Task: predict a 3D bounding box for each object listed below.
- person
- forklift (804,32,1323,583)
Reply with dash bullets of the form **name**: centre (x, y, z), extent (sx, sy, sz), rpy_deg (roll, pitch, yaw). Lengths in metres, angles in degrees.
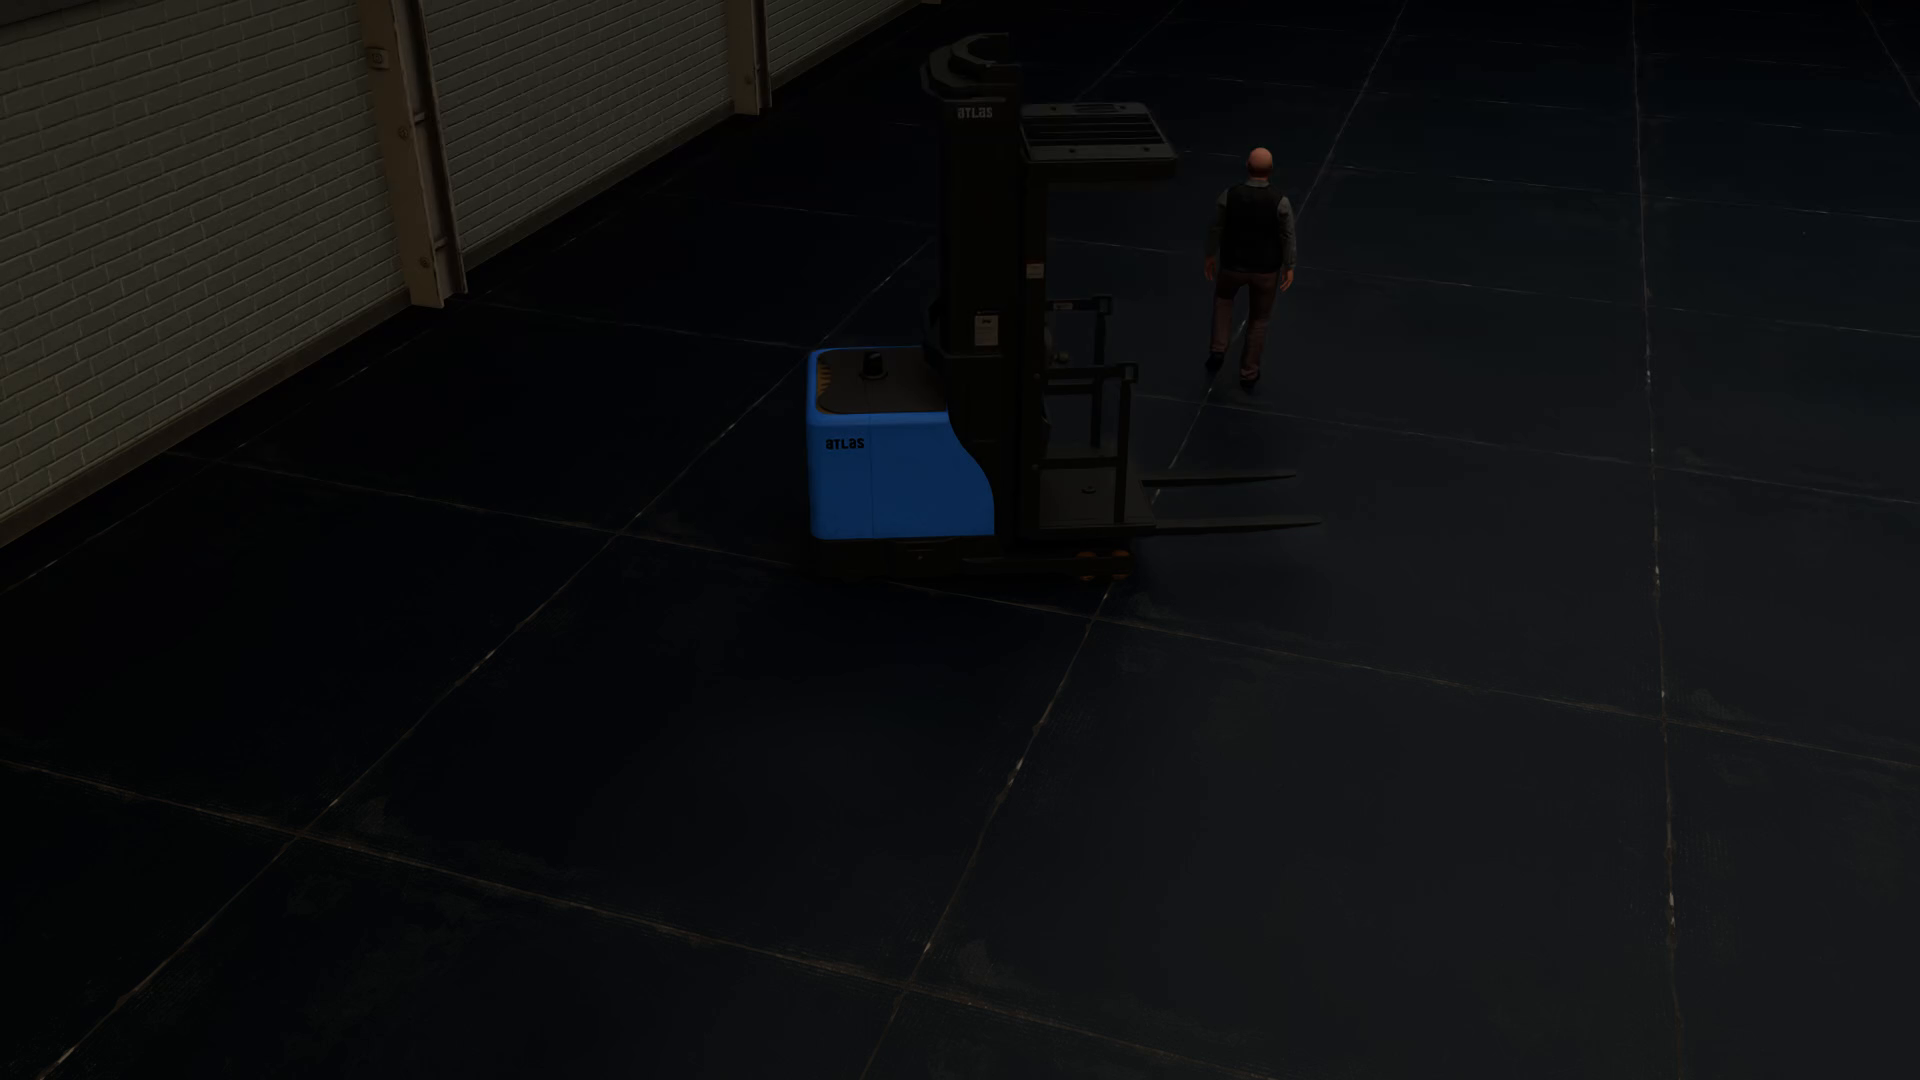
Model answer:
- **person**: centre (2.059, -1.948, 11.816), extent (0.645, 1.724, 0.494), rpy_deg (9, 31, 15)
- **forklift**: centre (0.614, -1.301, 9.418), extent (3.031, 2.935, 1.130), rpy_deg (-2, 30, -3)
